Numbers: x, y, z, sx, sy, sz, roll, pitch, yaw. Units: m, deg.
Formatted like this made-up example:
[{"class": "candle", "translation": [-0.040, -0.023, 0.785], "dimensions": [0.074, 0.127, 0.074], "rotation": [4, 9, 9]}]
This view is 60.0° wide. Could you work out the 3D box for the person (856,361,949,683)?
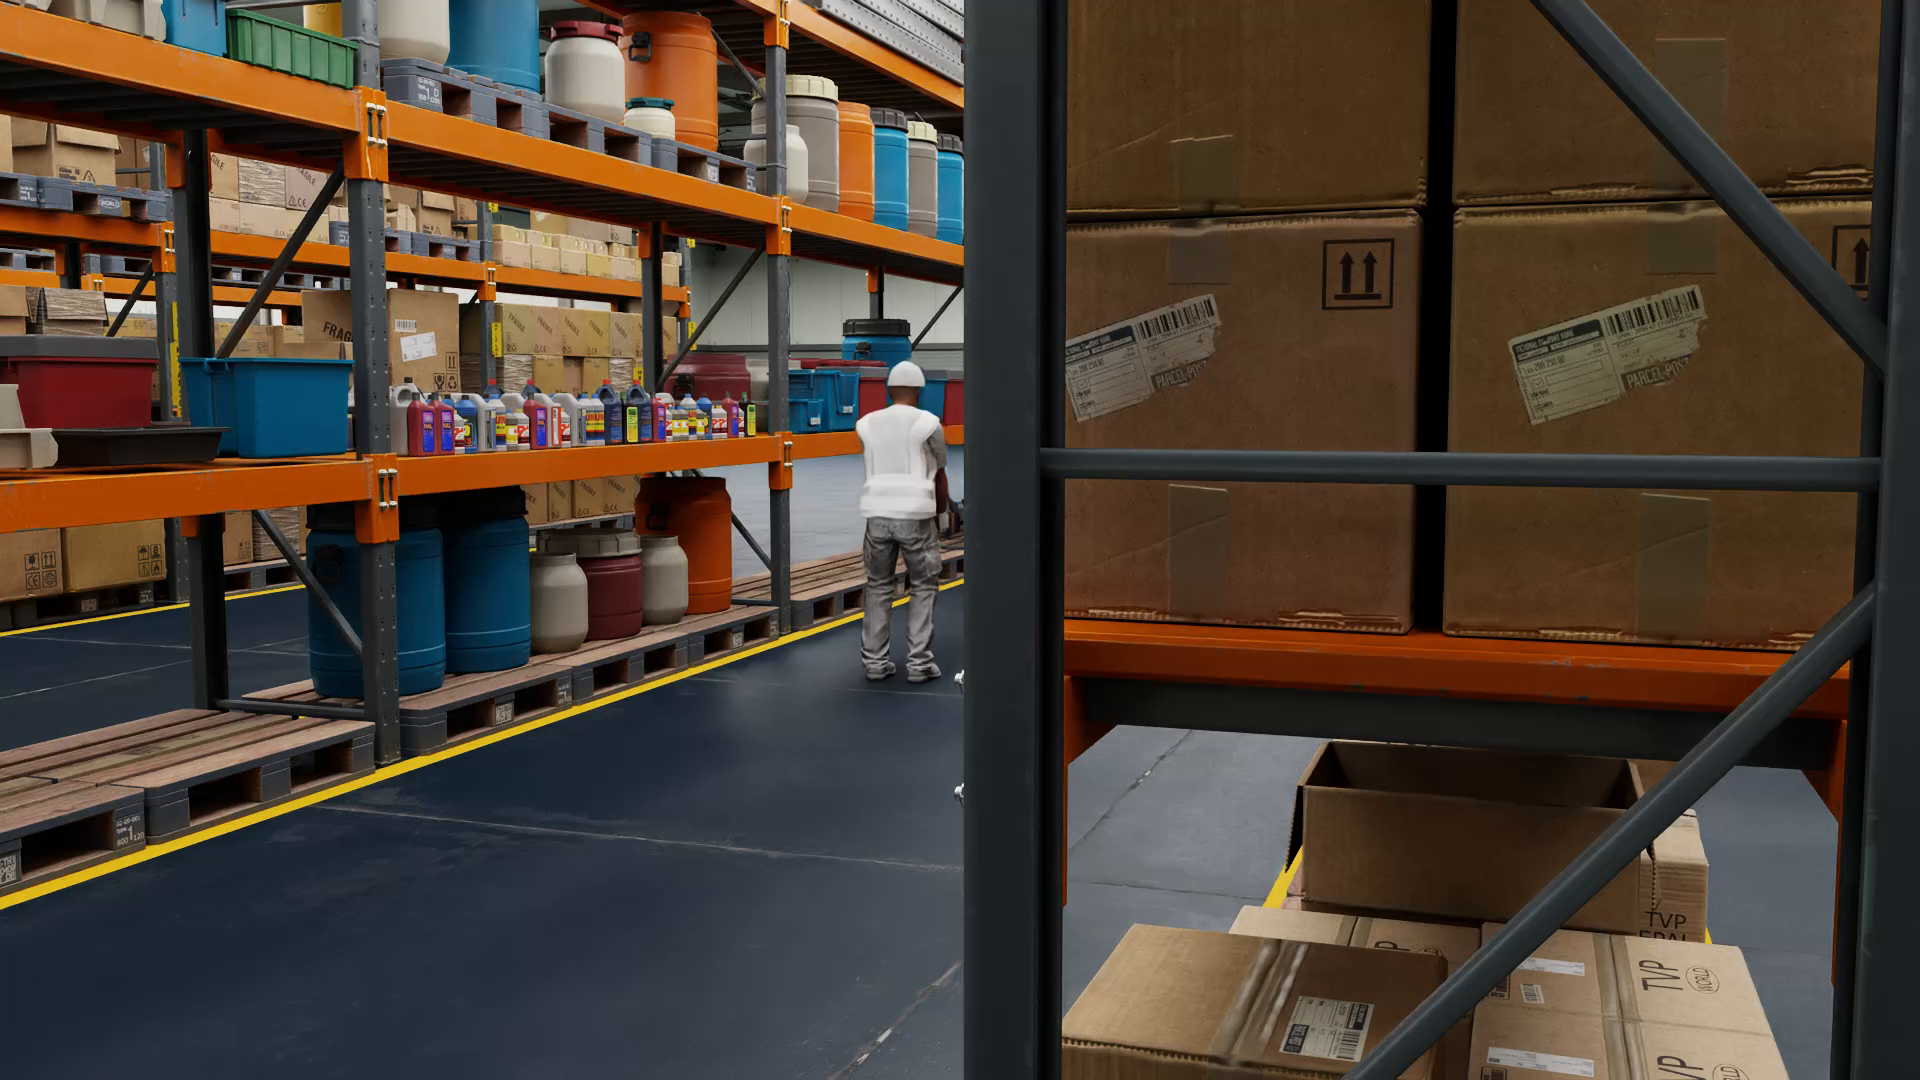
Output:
[{"class": "person", "translation": [-0.313, -0.115, 9.248], "dimensions": [0.490, 1.758, 0.603], "rotation": [2, 5, 19]}]
